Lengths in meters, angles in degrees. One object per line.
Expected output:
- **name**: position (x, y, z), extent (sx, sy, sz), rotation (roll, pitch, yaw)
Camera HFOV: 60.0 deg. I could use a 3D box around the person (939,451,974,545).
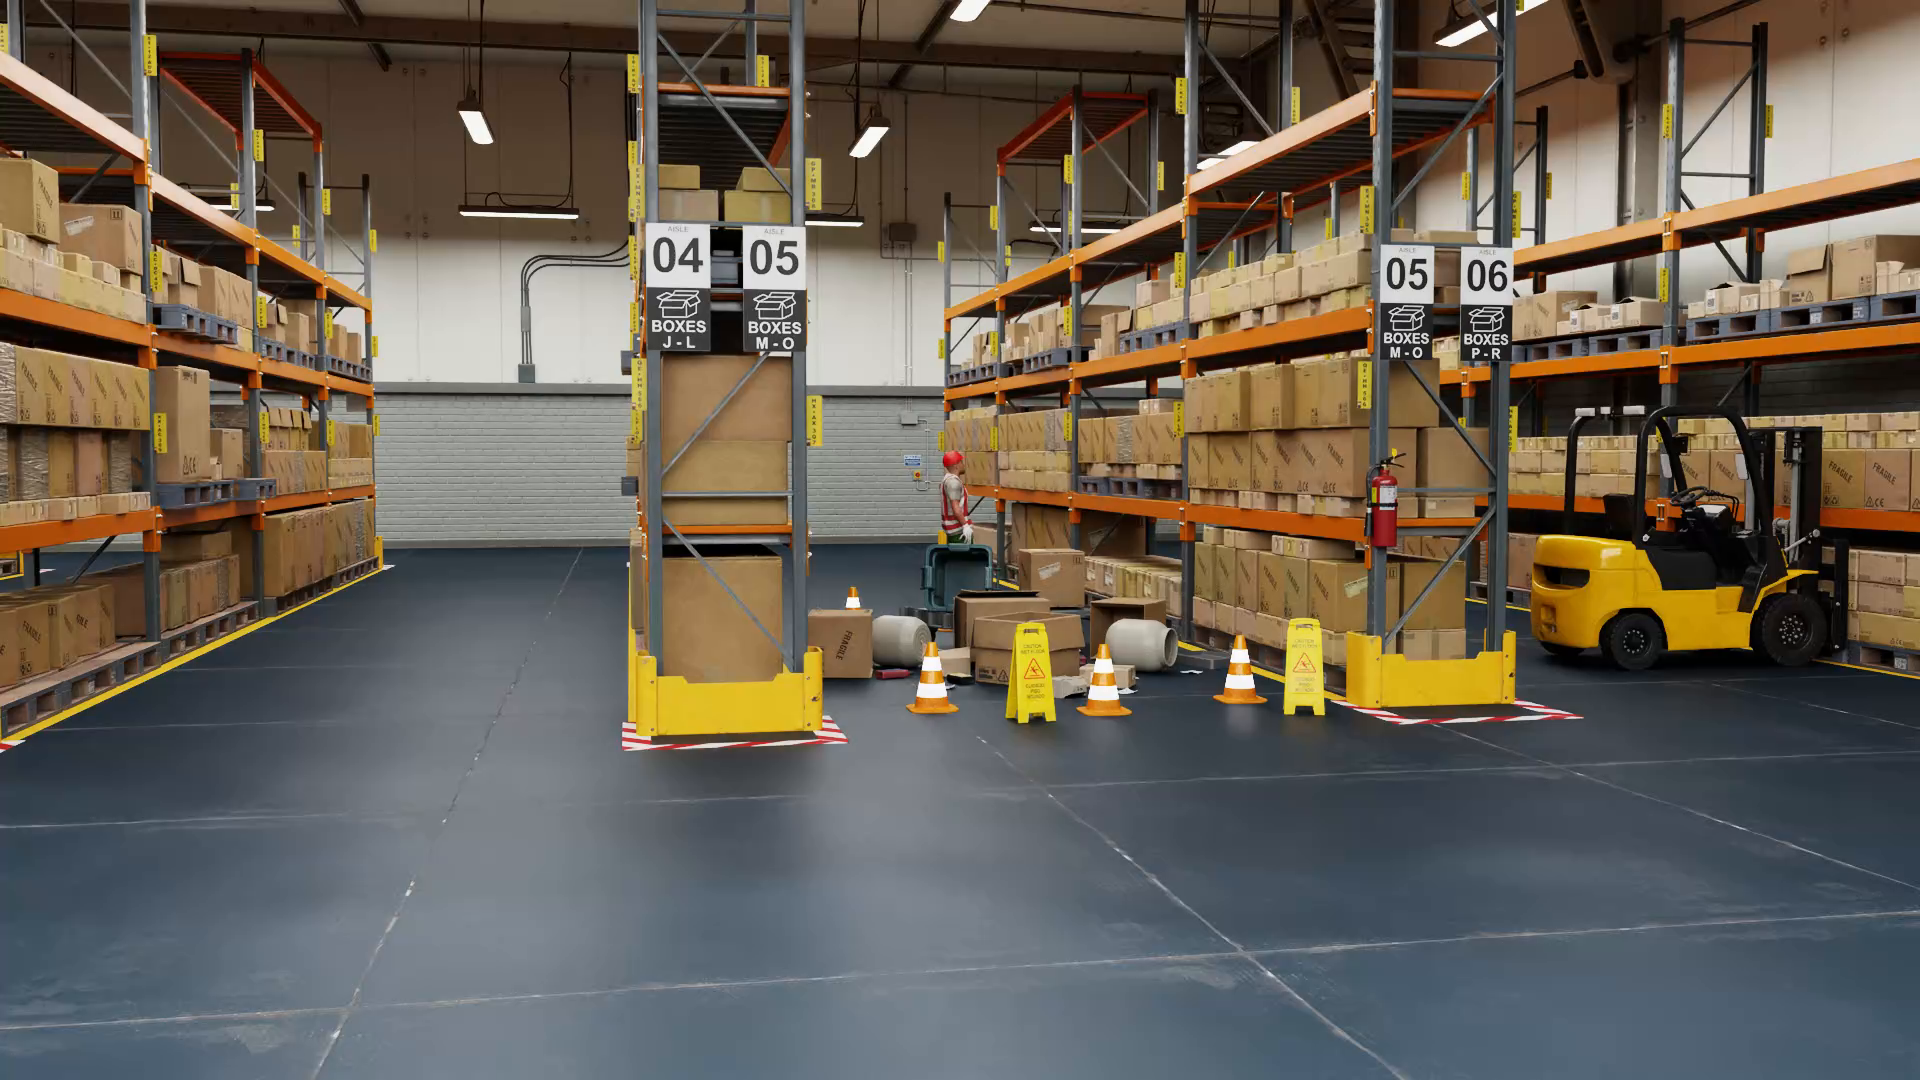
- **person**: position (0.065, -0.084, 18.256), extent (0.562, 1.789, 0.638), rotation (-1, 3, -11)
